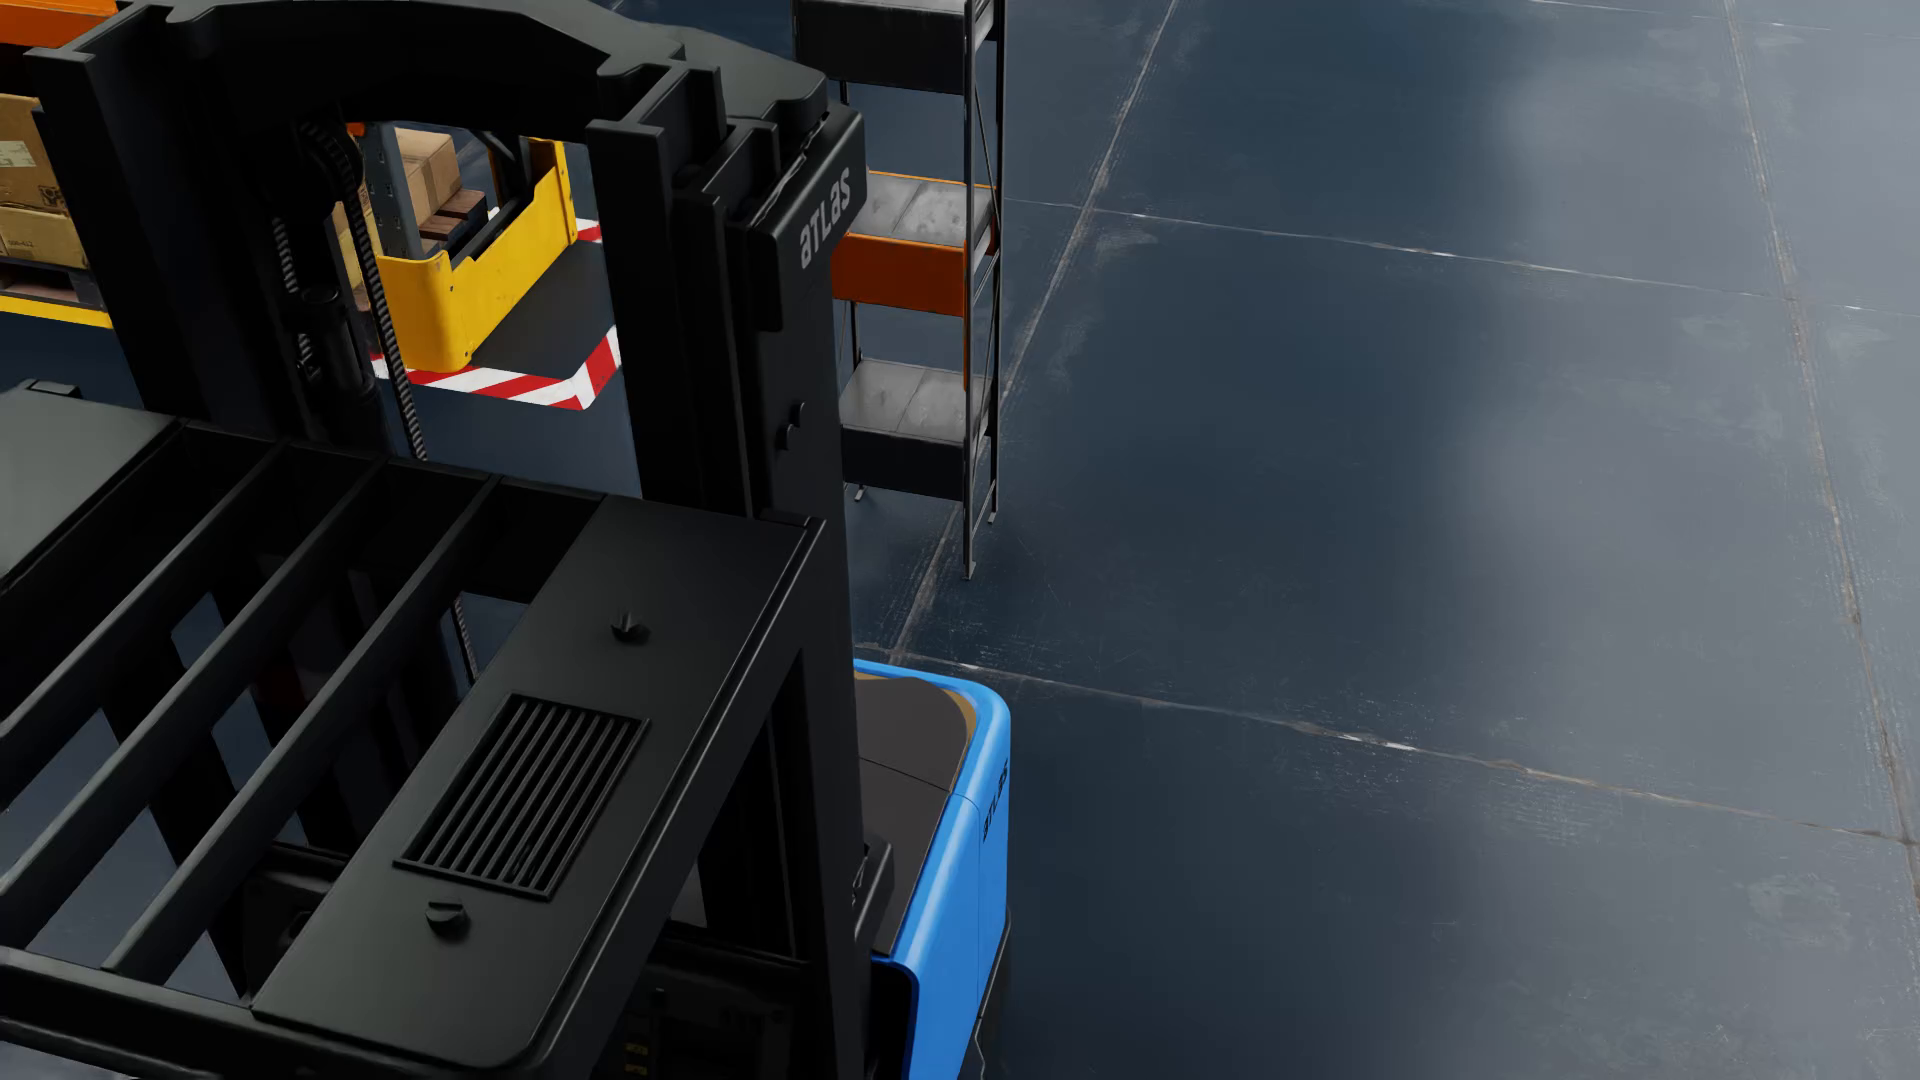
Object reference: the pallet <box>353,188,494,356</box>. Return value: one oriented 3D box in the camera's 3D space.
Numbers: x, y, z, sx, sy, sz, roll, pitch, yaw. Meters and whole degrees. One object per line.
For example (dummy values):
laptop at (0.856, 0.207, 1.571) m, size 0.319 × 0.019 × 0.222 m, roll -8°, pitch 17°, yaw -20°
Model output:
pallet at (-2.762, -1.220, 7.039) m, size 1.213 × 0.211 × 1.003 m, roll 10°, pitch 41°, yaw 11°

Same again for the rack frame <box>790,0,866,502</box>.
rack frame at (-0.396, -0.872, 5.156) m, size 0.015 × 2.100 × 0.400 m, roll 10°, pitch 41°, yaw 11°

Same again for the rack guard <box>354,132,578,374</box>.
rack guard at (-1.989, -1.226, 6.821) m, size 0.348 × 0.500 × 1.175 m, roll 10°, pitch 41°, yaw 11°

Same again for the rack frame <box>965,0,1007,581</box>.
rack frame at (0.076, -0.791, 5.059) m, size 0.015 × 2.100 × 0.400 m, roll 10°, pitch 41°, yaw 11°

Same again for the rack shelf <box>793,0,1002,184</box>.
rack shelf at (-0.160, -1.357, 4.666) m, size 0.480 × 0.518 × 0.431 m, roll 10°, pitch 41°, yaw 11°

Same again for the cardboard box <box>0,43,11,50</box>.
cardboard box at (-4.060, -1.728, 6.703) m, size 0.500 × 0.500 × 0.500 m, roll 10°, pitch 41°, yaw 11°

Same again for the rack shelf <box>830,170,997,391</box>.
rack shelf at (-0.160, -0.821, 5.116) m, size 0.480 × 0.518 × 0.431 m, roll 10°, pitch 41°, yaw 11°

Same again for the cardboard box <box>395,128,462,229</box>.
cardboard box at (-2.473, -1.522, 7.042) m, size 0.500 × 0.250 × 0.500 m, roll 10°, pitch 41°, yaw 11°

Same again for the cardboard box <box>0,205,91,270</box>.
cardboard box at (-3.576, -1.358, 6.846) m, size 0.500 × 0.250 × 0.500 m, roll 10°, pitch 41°, yaw 11°

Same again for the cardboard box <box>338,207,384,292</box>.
cardboard box at (-2.607, -1.201, 6.659) m, size 0.500 × 0.250 × 0.500 m, roll 10°, pitch 41°, yaw 11°

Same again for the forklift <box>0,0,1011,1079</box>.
forklift at (-0.755, 0.859, 2.448) m, size 1.130 × 2.935 × 3.031 m, roll 10°, pitch 41°, yaw 12°

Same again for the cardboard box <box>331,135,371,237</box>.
cardboard box at (-2.607, -1.486, 6.416) m, size 0.500 × 0.500 × 0.500 m, roll 10°, pitch 41°, yaw 11°

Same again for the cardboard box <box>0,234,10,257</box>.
cardboard box at (-4.059, -1.443, 6.947) m, size 0.500 × 0.250 × 0.500 m, roll 10°, pitch 41°, yaw 11°

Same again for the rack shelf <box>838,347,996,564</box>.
rack shelf at (-0.160, -0.285, 5.566) m, size 0.480 × 0.518 × 0.431 m, roll 10°, pitch 41°, yaw 11°

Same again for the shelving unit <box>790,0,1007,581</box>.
shelving unit at (-0.160, -0.832, 5.107) m, size 0.503 × 2.100 × 0.431 m, roll 10°, pitch 41°, yaw 11°

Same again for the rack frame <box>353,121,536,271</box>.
rack frame at (-2.012, -2.187, 6.022) m, size 0.127 × 3.000 × 1.000 m, roll 10°, pitch 41°, yaw 11°

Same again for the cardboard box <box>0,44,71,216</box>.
cardboard box at (-3.577, -1.644, 6.603) m, size 0.500 × 0.500 × 0.500 m, roll 10°, pitch 41°, yaw 11°

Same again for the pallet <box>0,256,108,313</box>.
pallet at (-3.937, -1.425, 7.282) m, size 1.213 × 0.211 × 1.003 m, roll 10°, pitch 41°, yaw 11°

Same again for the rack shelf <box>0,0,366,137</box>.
rack shelf at (-3.944, -2.244, 6.649) m, size 4.000 × 0.370 × 1.077 m, roll 10°, pitch 41°, yaw 11°
